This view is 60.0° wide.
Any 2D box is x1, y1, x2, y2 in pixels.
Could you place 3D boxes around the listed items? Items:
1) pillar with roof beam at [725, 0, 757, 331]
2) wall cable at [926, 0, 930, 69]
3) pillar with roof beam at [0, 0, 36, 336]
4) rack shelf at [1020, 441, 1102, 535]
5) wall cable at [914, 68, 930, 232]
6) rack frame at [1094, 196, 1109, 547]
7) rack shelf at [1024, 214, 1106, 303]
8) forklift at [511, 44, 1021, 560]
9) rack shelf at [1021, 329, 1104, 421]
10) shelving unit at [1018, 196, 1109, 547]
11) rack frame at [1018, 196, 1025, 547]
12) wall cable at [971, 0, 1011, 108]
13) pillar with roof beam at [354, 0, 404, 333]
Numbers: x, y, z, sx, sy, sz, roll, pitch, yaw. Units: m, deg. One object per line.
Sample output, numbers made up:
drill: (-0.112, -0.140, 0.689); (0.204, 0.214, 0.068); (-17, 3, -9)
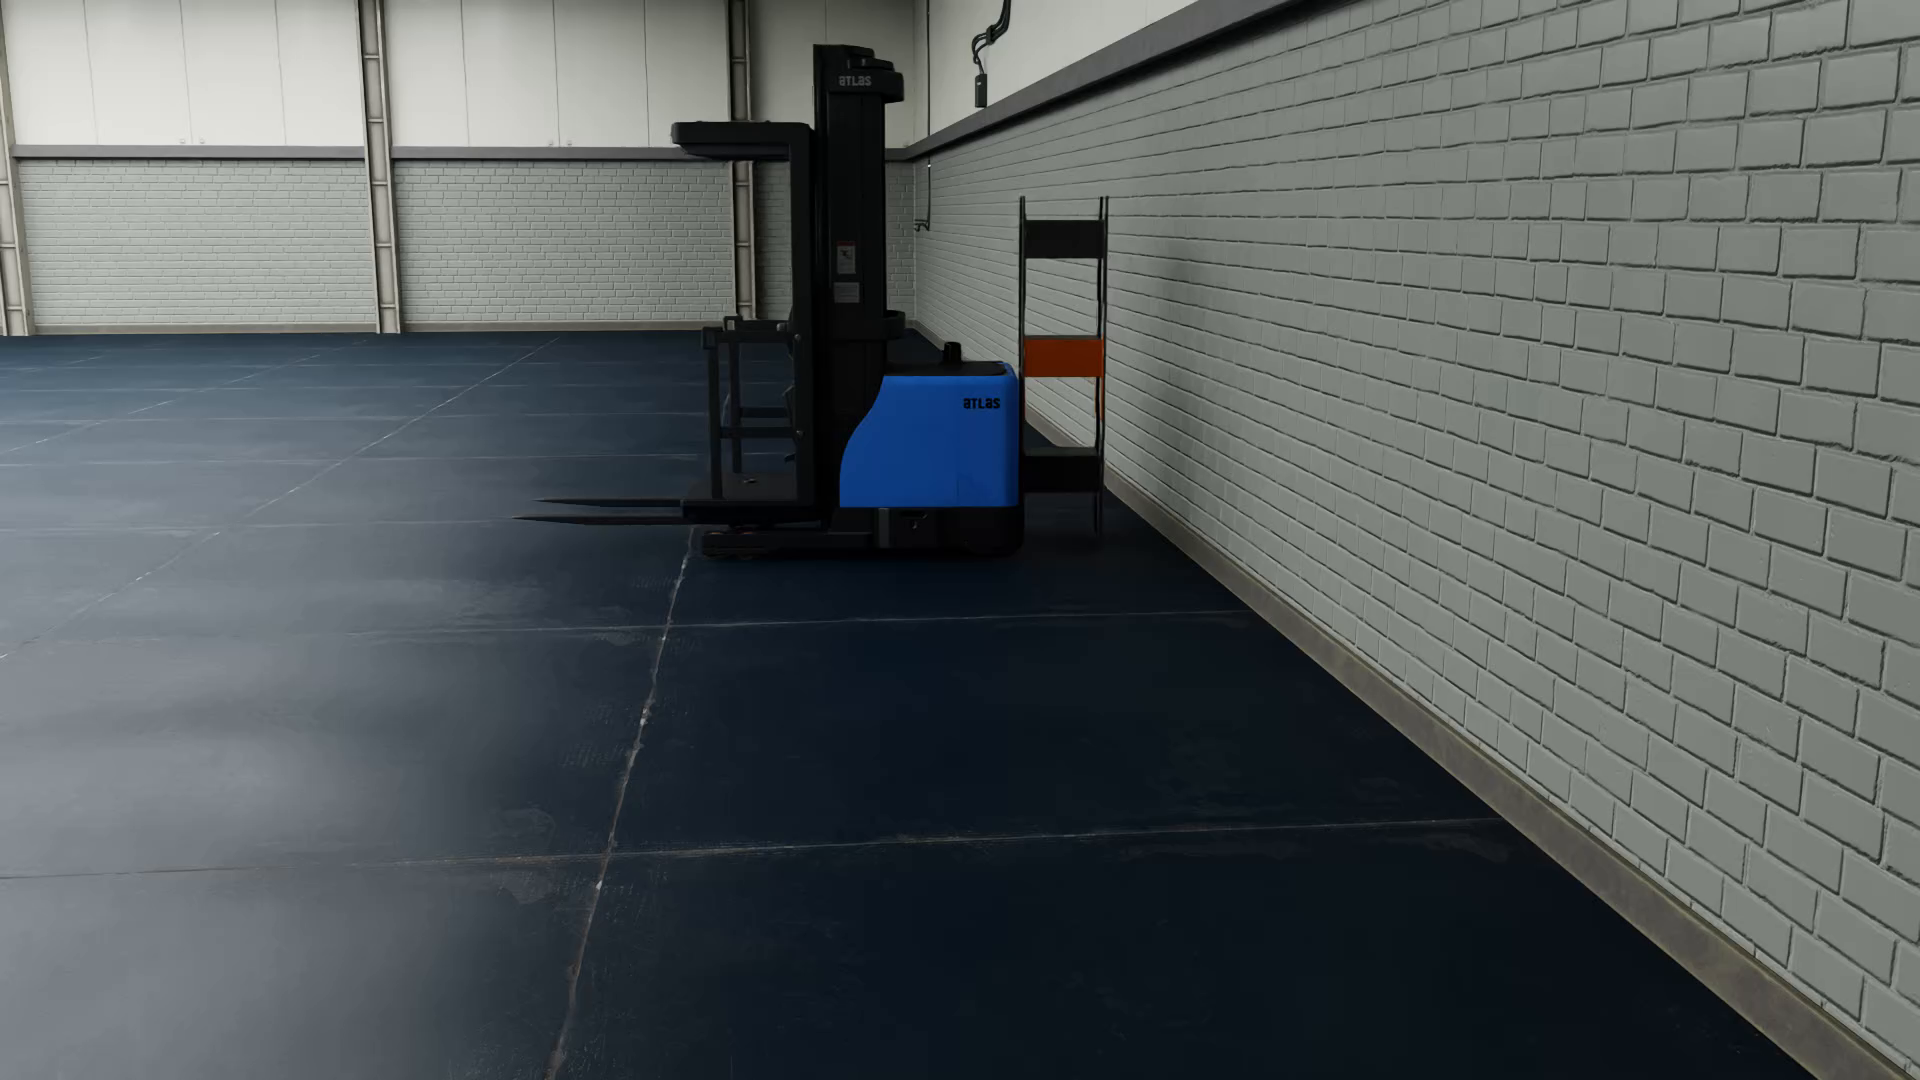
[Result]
pillar with roof beam: (-3.284, -7.254, 23.939); (0.400, 9.000, 9.100); (-1, 11, -6)
wall cable: (-0.385, -8.323, 24.334); (0.112, 2.526, 3.097); (-1, 11, -6)
pillar with roof beam: (-15.214, -7.004, 22.667); (0.400, 9.000, 9.100); (-1, 11, -6)
rack shelf: (0.617, -0.325, 10.277); (0.480, 0.518, 0.431); (0, 11, -1)
wall cable: (-0.677, -6.364, 27.460); (0.112, 2.526, 3.097); (-1, 11, -6)
rack frame: (0.861, -1.026, 10.142); (0.015, 2.100, 0.400); (0, 11, -1)
rack shelf: (0.617, -1.699, 10.007); (0.480, 0.518, 0.431); (0, 11, -1)
forklift: (-1.162, -1.422, 10.004); (3.031, 2.935, 1.130); (0, 11, -1)
rack shelf: (0.617, -1.012, 10.142); (0.480, 0.518, 0.431); (0, 11, -1)
shelving unit: (0.617, -1.025, 10.139); (0.503, 2.100, 0.431); (0, 11, -1)
rack frame: (0.373, -1.025, 10.136); (0.015, 2.100, 0.400); (0, 11, -1)
wall cable: (0.332, -7.735, 17.570); (0.169, 6.003, 2.305); (-1, 11, -6)
pillar with roof beam: (-9.249, -7.129, 23.303); (0.400, 9.000, 9.100); (-1, 11, -6)
